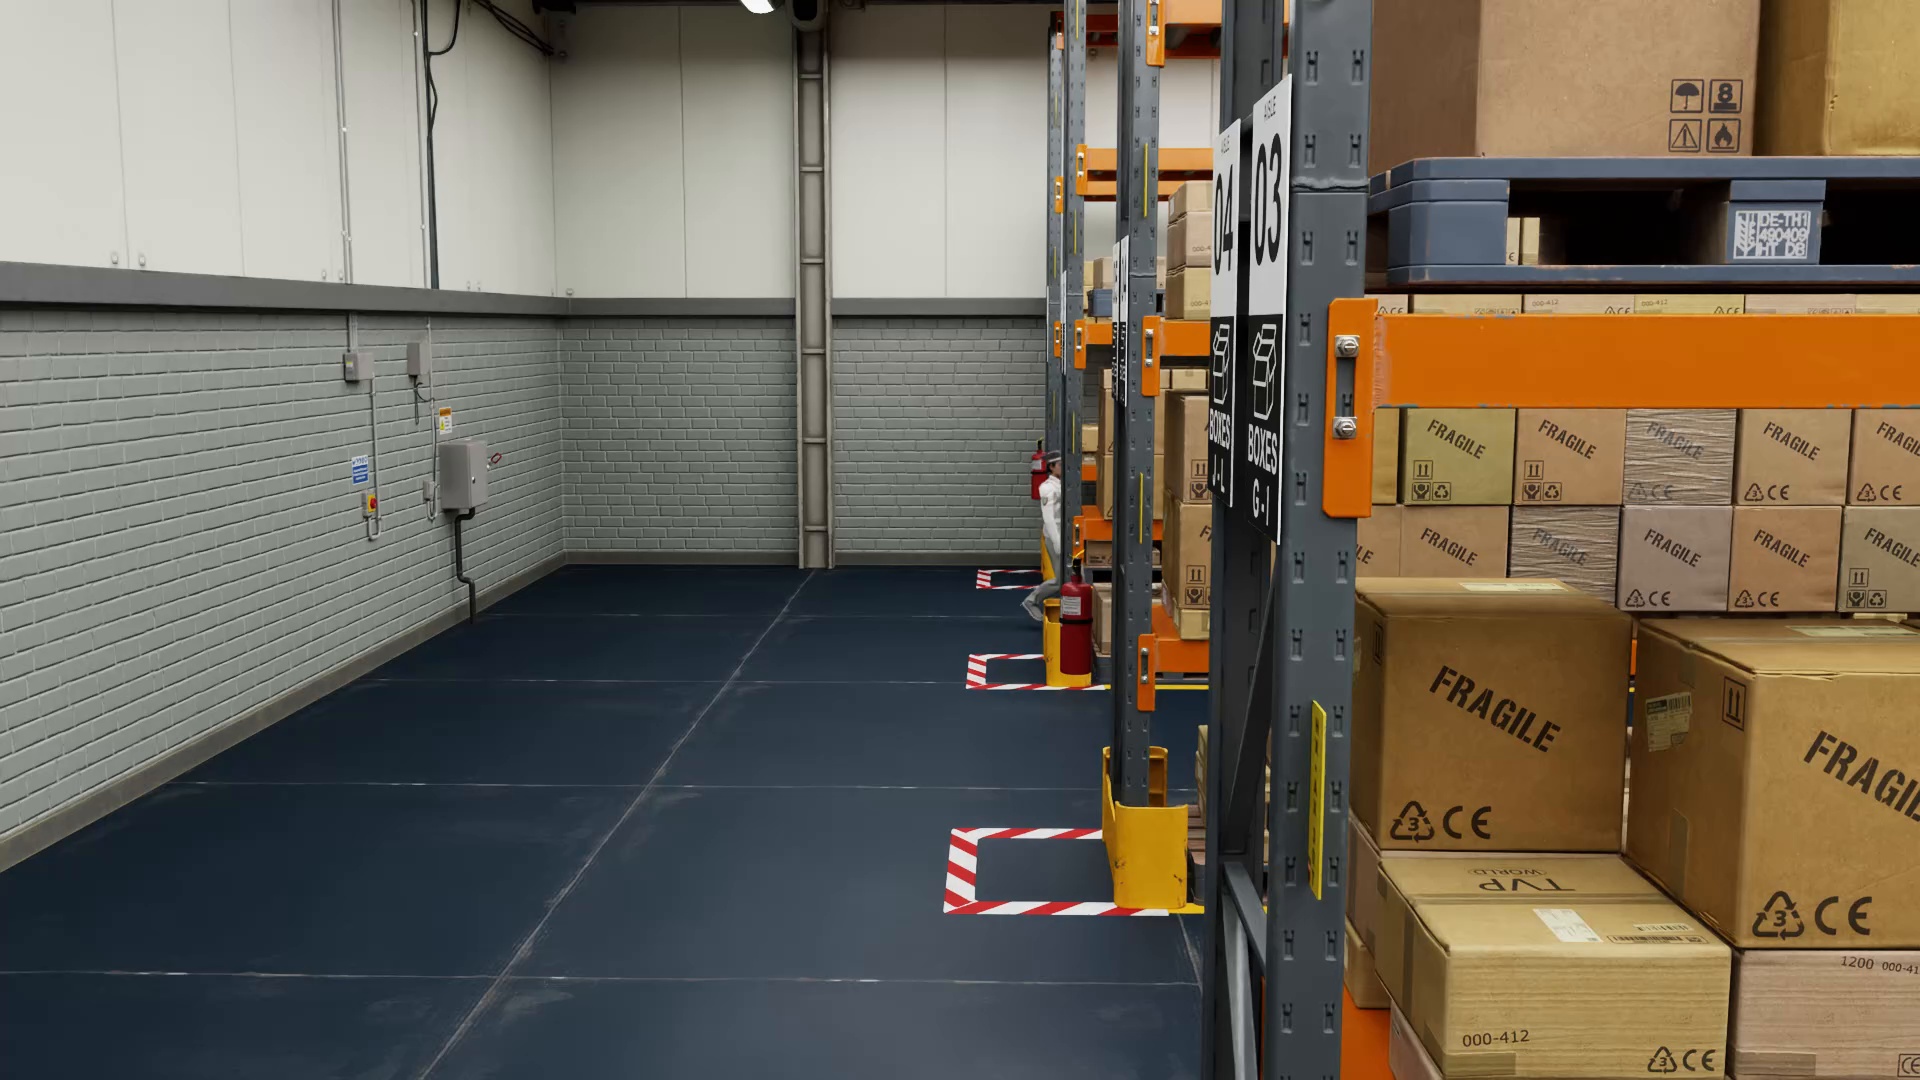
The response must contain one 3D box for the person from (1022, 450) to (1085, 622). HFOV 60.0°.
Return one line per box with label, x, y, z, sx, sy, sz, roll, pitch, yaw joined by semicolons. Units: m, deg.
person;0.953;-0.008;15.224;0.745;1.661;0.502;5;9;35
